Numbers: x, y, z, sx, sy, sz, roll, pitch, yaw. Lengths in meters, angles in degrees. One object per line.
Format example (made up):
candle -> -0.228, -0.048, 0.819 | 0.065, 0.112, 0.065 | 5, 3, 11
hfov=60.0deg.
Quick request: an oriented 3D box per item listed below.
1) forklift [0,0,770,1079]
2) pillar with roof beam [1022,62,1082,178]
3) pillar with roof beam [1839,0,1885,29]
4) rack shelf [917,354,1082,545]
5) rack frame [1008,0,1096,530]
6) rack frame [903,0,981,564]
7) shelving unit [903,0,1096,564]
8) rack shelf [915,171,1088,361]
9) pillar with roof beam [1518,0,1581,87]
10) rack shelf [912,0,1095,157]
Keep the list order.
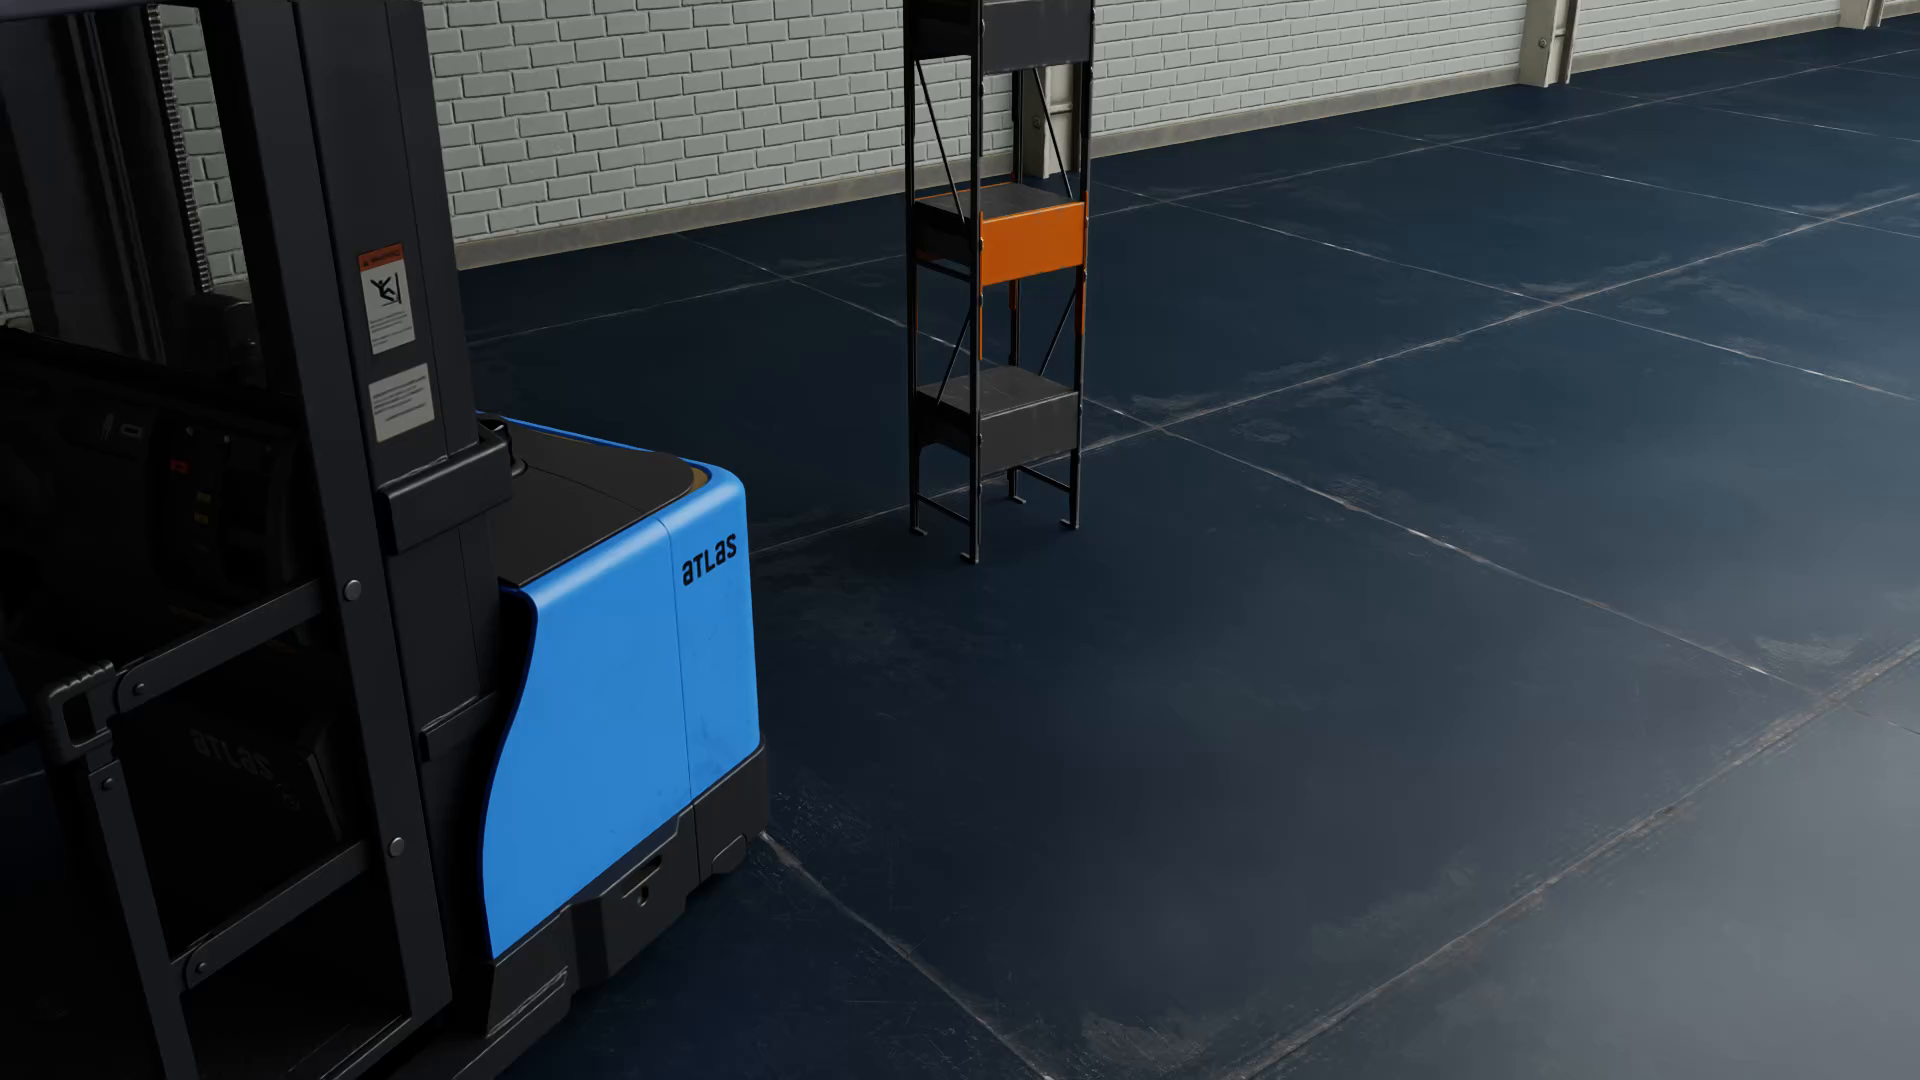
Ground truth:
forklift -> -1.669, -0.084, 2.949 | 1.130, 2.935, 3.031 | 13, 28, 26
pillar with roof beam -> 3.306, -5.314, 7.011 | 0.400, 9.000, 9.100 | -18, 31, -34
pillar with roof beam -> 12.749, -8.431, 13.728 | 0.400, 9.000, 9.100 | -18, 31, -34
rack shelf -> 0.130, -0.348, 6.201 | 0.480, 0.518, 0.431 | -18, 31, -34
rack frame -> 0.322, -1.059, 6.037 | 0.015, 2.100, 0.400 | -18, 31, -34
rack frame -> -0.062, -0.932, 5.764 | 0.015, 2.100, 0.400 | -18, 31, -34
shelving unit -> 0.130, -0.995, 5.901 | 0.503, 2.100, 0.431 | -18, 31, -34
rack shelf -> 0.130, -0.983, 5.906 | 0.480, 0.518, 0.431 | -18, 31, -34
pillar with roof beam -> 8.027, -6.873, 10.369 | 0.400, 9.000, 9.100 | -18, 31, -34
rack shelf -> 0.130, -1.618, 5.612 | 0.480, 0.518, 0.431 | -18, 31, -34
